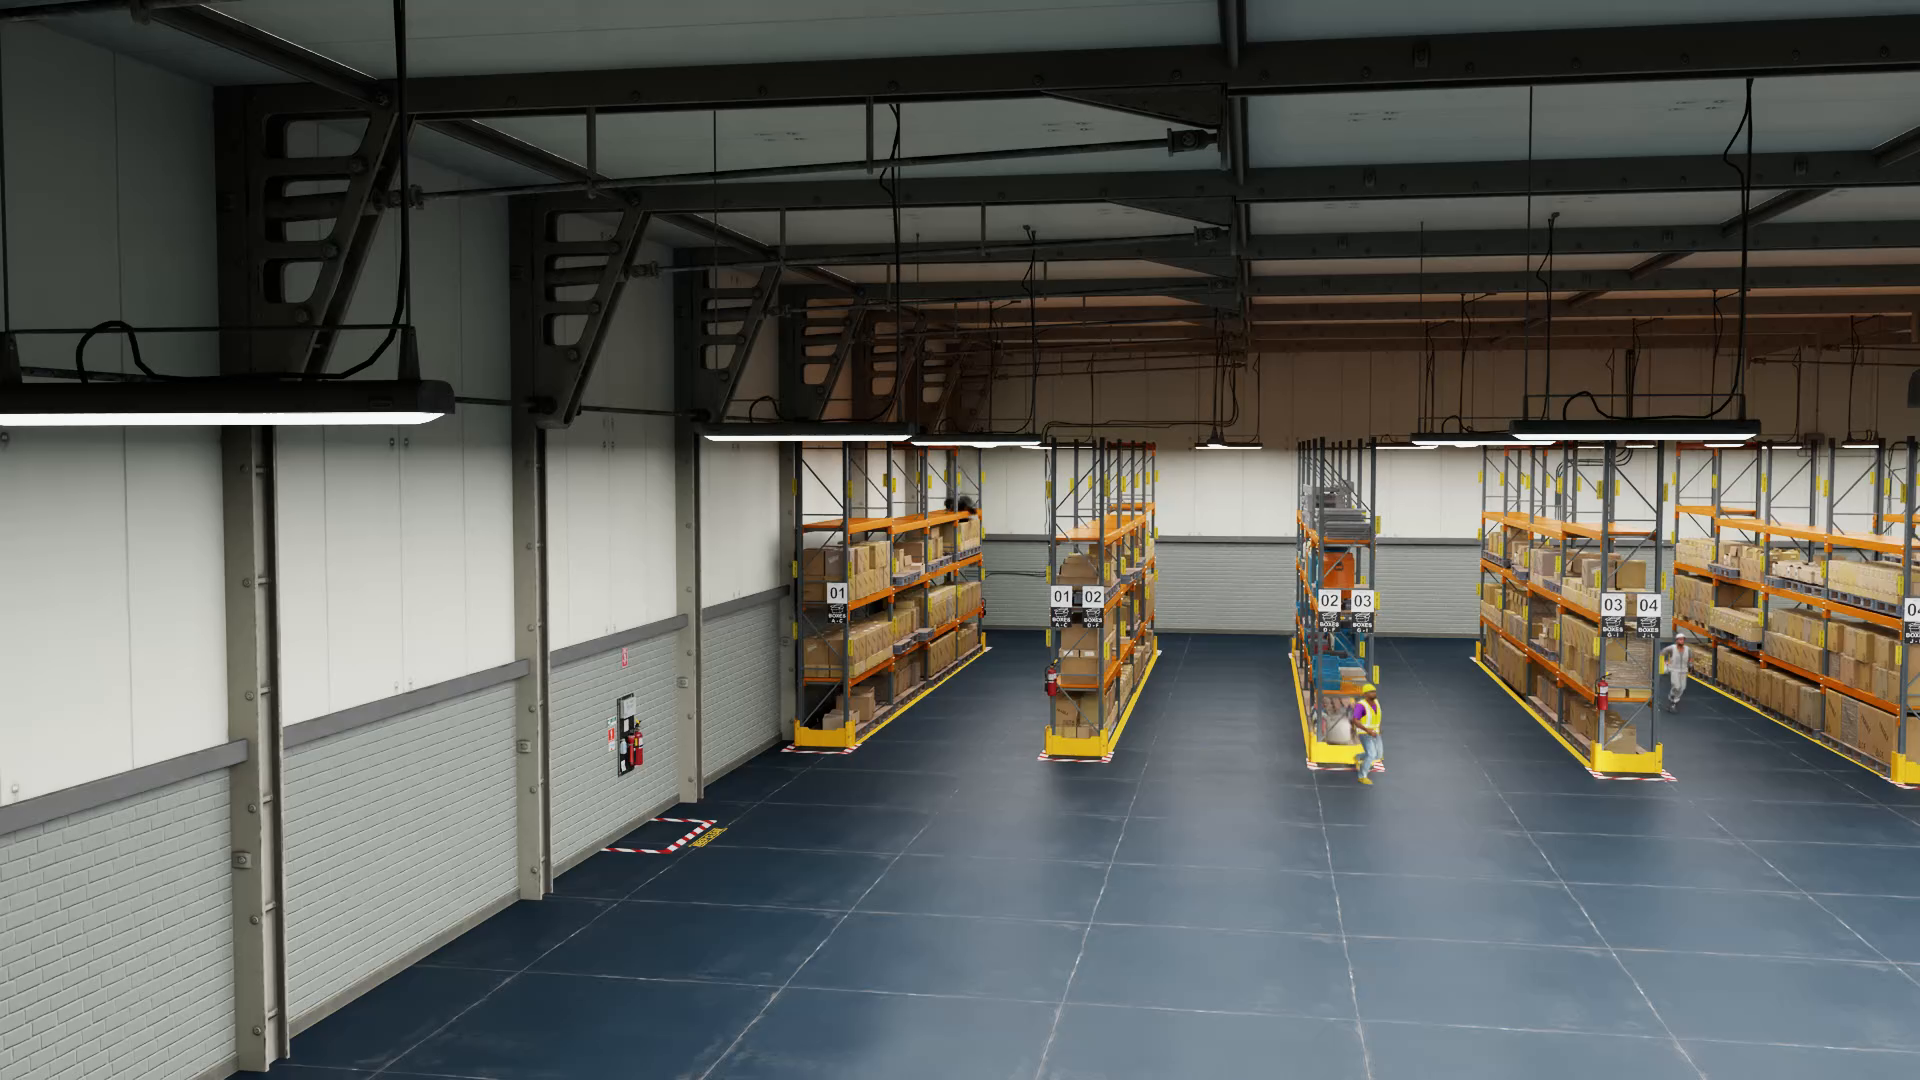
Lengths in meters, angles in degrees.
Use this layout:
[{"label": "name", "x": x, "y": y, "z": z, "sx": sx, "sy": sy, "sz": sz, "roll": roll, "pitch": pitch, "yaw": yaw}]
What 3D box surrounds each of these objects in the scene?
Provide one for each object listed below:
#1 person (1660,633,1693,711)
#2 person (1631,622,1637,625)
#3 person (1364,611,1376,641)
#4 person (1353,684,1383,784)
[{"label": "person", "x": 15.758, "y": 2.912, "z": 36.446, "sx": 0.657, "sy": 1.736, "sz": 0.627, "roll": 0, "pitch": 3, "yaw": -1}, {"label": "person", "x": 17.152, "y": 2.610, "z": 42.087, "sx": 0.697, "sy": 1.767, "sz": 0.672, "roll": 0, "pitch": 3, "yaw": 9}, {"label": "person", "x": 11.674, "y": 2.303, "z": 48.051, "sx": 0.682, "sy": 1.726, "sz": 0.650, "roll": 1, "pitch": 3, "yaw": 24}, {"label": "person", "x": 7.061, "y": 3.344, "z": 28.788, "sx": 0.725, "sy": 1.731, "sz": 0.653, "roll": -2, "pitch": 4, "yaw": -37}]
